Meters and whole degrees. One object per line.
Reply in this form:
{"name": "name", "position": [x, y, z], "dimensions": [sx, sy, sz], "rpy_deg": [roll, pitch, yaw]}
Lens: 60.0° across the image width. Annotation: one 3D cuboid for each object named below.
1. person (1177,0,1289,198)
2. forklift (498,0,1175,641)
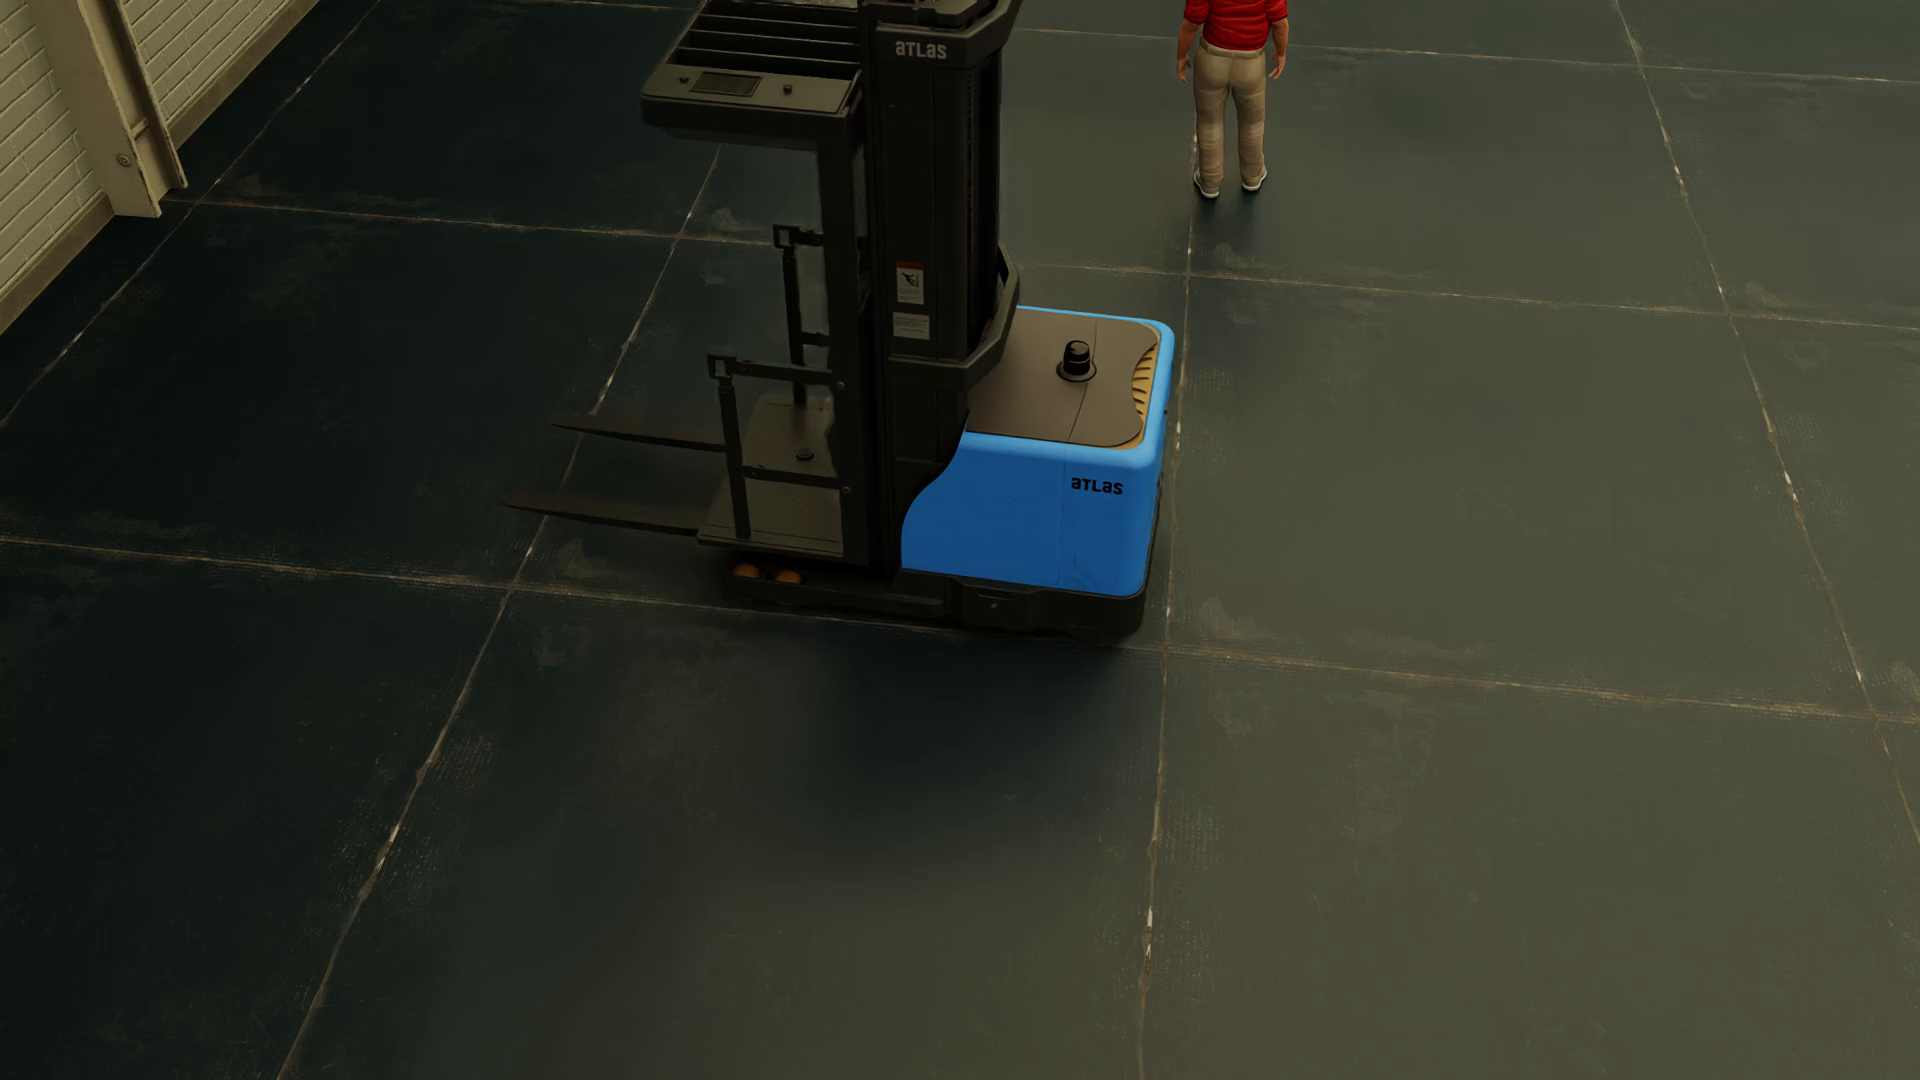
{"name": "person", "position": [1.573, -2.810, 9.662], "dimensions": [0.640, 1.727, 0.551], "rpy_deg": [3, 43, 4]}
{"name": "forklift", "position": [-0.606, -1.125, 6.948], "dimensions": [3.031, 2.935, 1.130], "rpy_deg": [7, 43, 8]}
